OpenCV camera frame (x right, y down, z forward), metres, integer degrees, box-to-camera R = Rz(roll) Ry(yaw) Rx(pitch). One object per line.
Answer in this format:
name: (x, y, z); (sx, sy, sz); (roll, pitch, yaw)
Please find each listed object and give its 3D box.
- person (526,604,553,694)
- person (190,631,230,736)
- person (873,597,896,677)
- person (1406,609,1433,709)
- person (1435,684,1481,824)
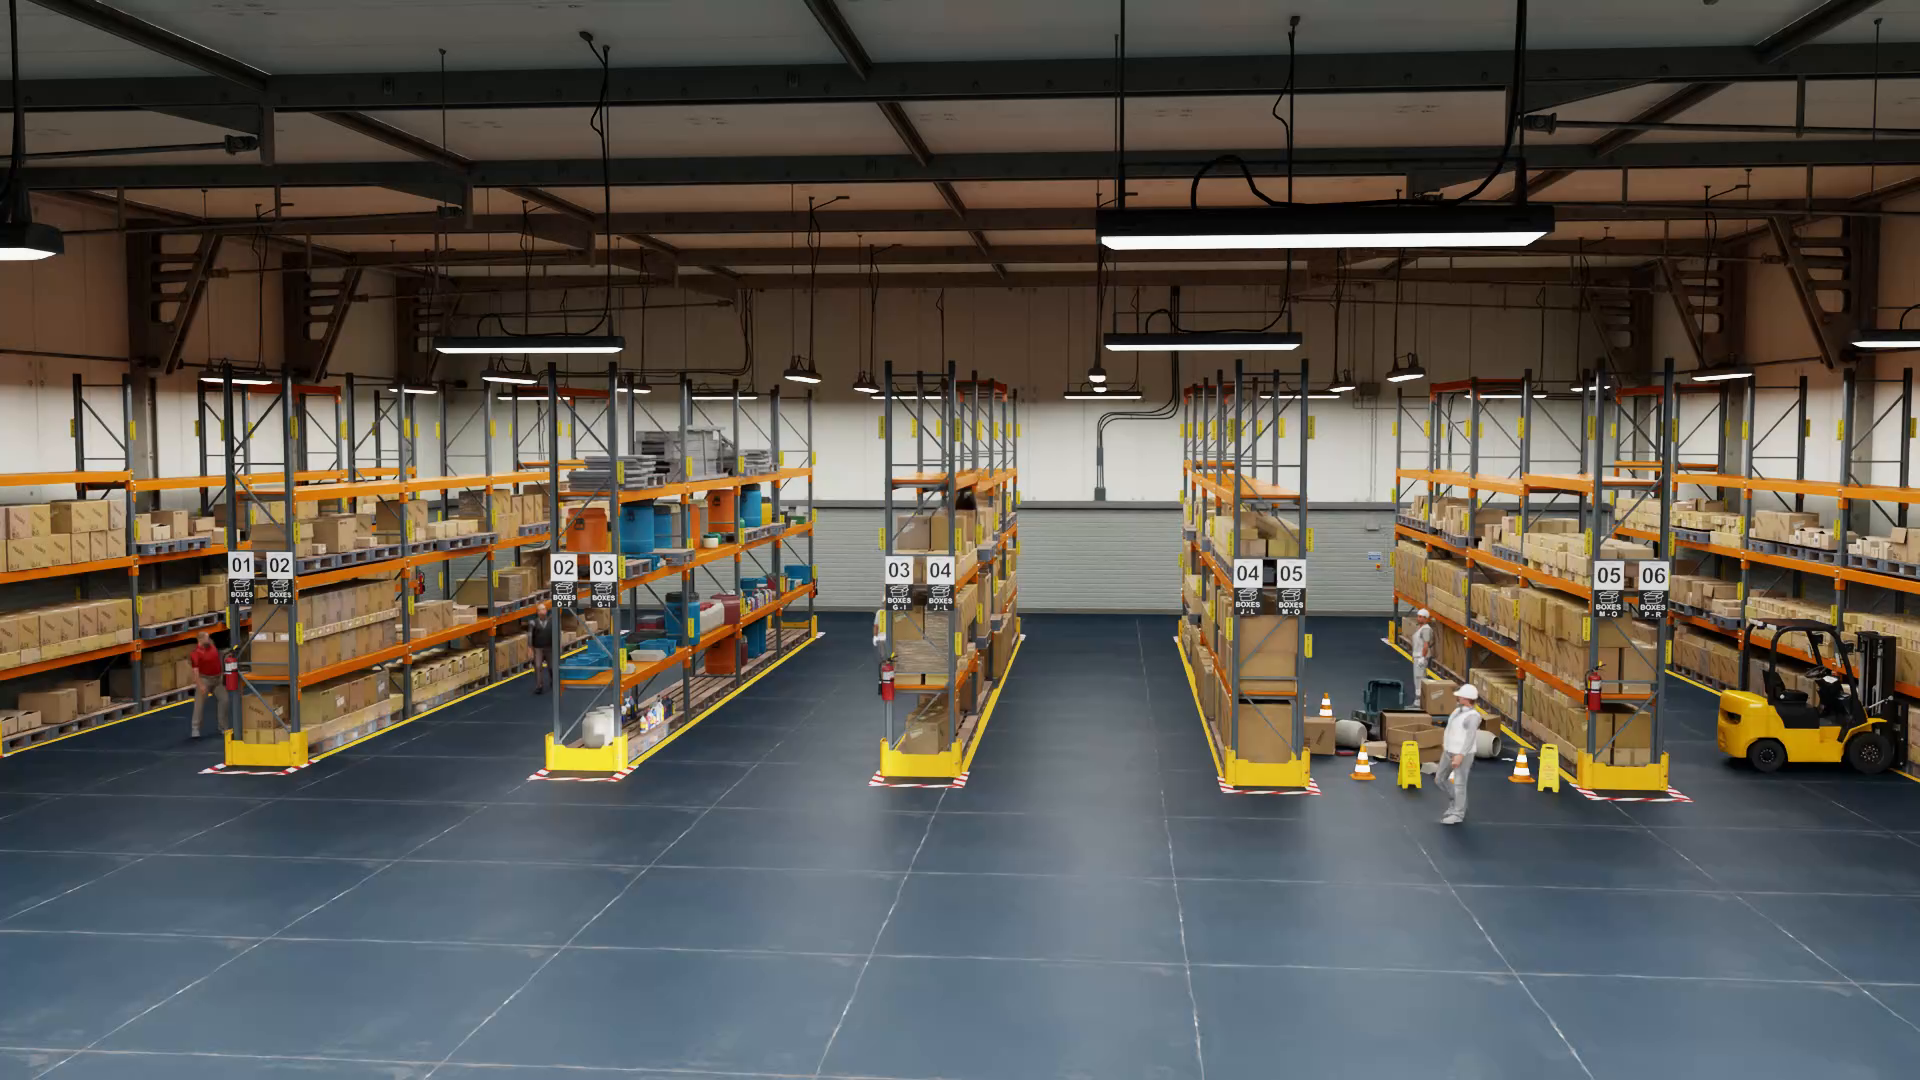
person: (-7.981, 2.071, 31.827); (0.630, 1.685, 0.956); (0, 4, -6)
person: (-12.319, 2.376, 27.319); (0.456, 1.785, 0.679); (2, 4, 30)
person: (-1.421, 1.972, 32.623); (0.563, 1.735, 0.972); (0, 4, 4)
person: (8.304, 2.144, 29.994); (0.433, 1.791, 0.610); (2, 4, 23)
person: (6.349, 2.726, 21.280); (0.520, 1.779, 0.615); (-1, 4, -20)
